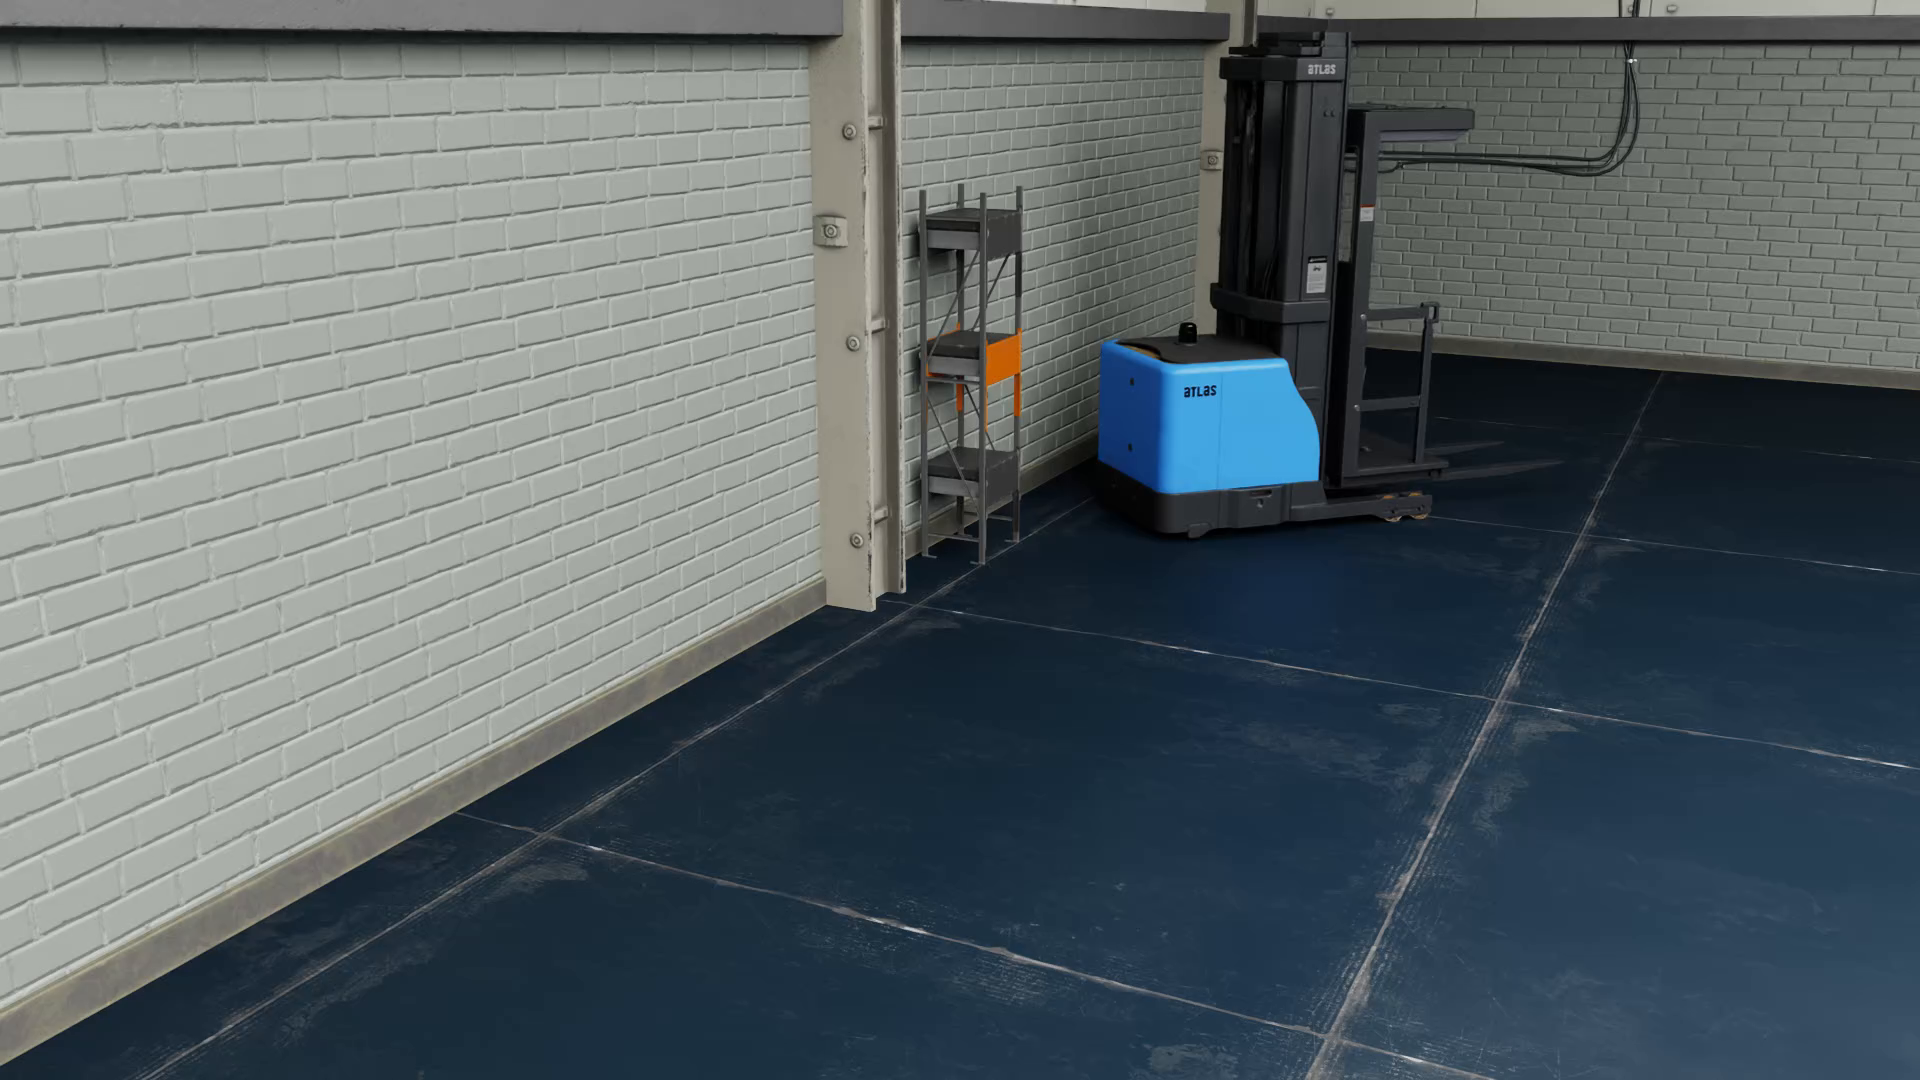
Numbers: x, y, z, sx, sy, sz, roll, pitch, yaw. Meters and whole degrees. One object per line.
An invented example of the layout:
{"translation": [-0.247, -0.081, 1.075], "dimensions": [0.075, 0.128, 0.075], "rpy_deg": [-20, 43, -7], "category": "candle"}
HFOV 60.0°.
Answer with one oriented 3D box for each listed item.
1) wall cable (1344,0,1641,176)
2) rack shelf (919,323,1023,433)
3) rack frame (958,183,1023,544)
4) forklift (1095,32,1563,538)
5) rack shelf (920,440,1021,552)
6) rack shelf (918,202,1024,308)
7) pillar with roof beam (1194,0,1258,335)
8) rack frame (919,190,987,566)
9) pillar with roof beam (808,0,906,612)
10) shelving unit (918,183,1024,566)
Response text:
{"translation": [4.663, -4.627, 15.253], "dimensions": [3.097, 2.526, 0.112], "rpy_deg": [8, 18, 25], "category": "wall cable"}
{"translation": [0.066, -0.935, 9.533], "dimensions": [0.431, 0.518, 0.480], "rpy_deg": [8, 18, 24], "category": "rack shelf"}
{"translation": [0.171, -1.011, 9.741], "dimensions": [0.400, 2.100, 0.015], "rpy_deg": [8, 18, 24], "category": "rack frame"}
{"translation": [2.444, -1.651, 10.437], "dimensions": [3.031, 2.935, 1.130], "rpy_deg": [-6, 17, -19], "category": "forklift"}
{"translation": [0.066, -0.264, 9.733], "dimensions": [0.431, 0.518, 0.480], "rpy_deg": [8, 18, 24], "category": "rack shelf"}
{"translation": [0.066, -1.606, 9.334], "dimensions": [0.431, 0.518, 0.480], "rpy_deg": [8, 18, 24], "category": "rack shelf"}
{"translation": [6.015, -4.986, 11.007], "dimensions": [9.100, 9.000, 0.400], "rpy_deg": [8, 18, 25], "category": "pillar with roof beam"}
{"translation": [-0.040, -0.886, 9.318], "dimensions": [0.400, 2.100, 0.015], "rpy_deg": [8, 18, 24], "category": "rack frame"}
{"translation": [3.334, -3.458, 5.861], "dimensions": [9.100, 9.000, 0.400], "rpy_deg": [8, 18, 25], "category": "pillar with roof beam"}
{"translation": [0.066, -0.948, 9.530], "dimensions": [0.431, 2.100, 0.503], "rpy_deg": [8, 18, 24], "category": "shelving unit"}
